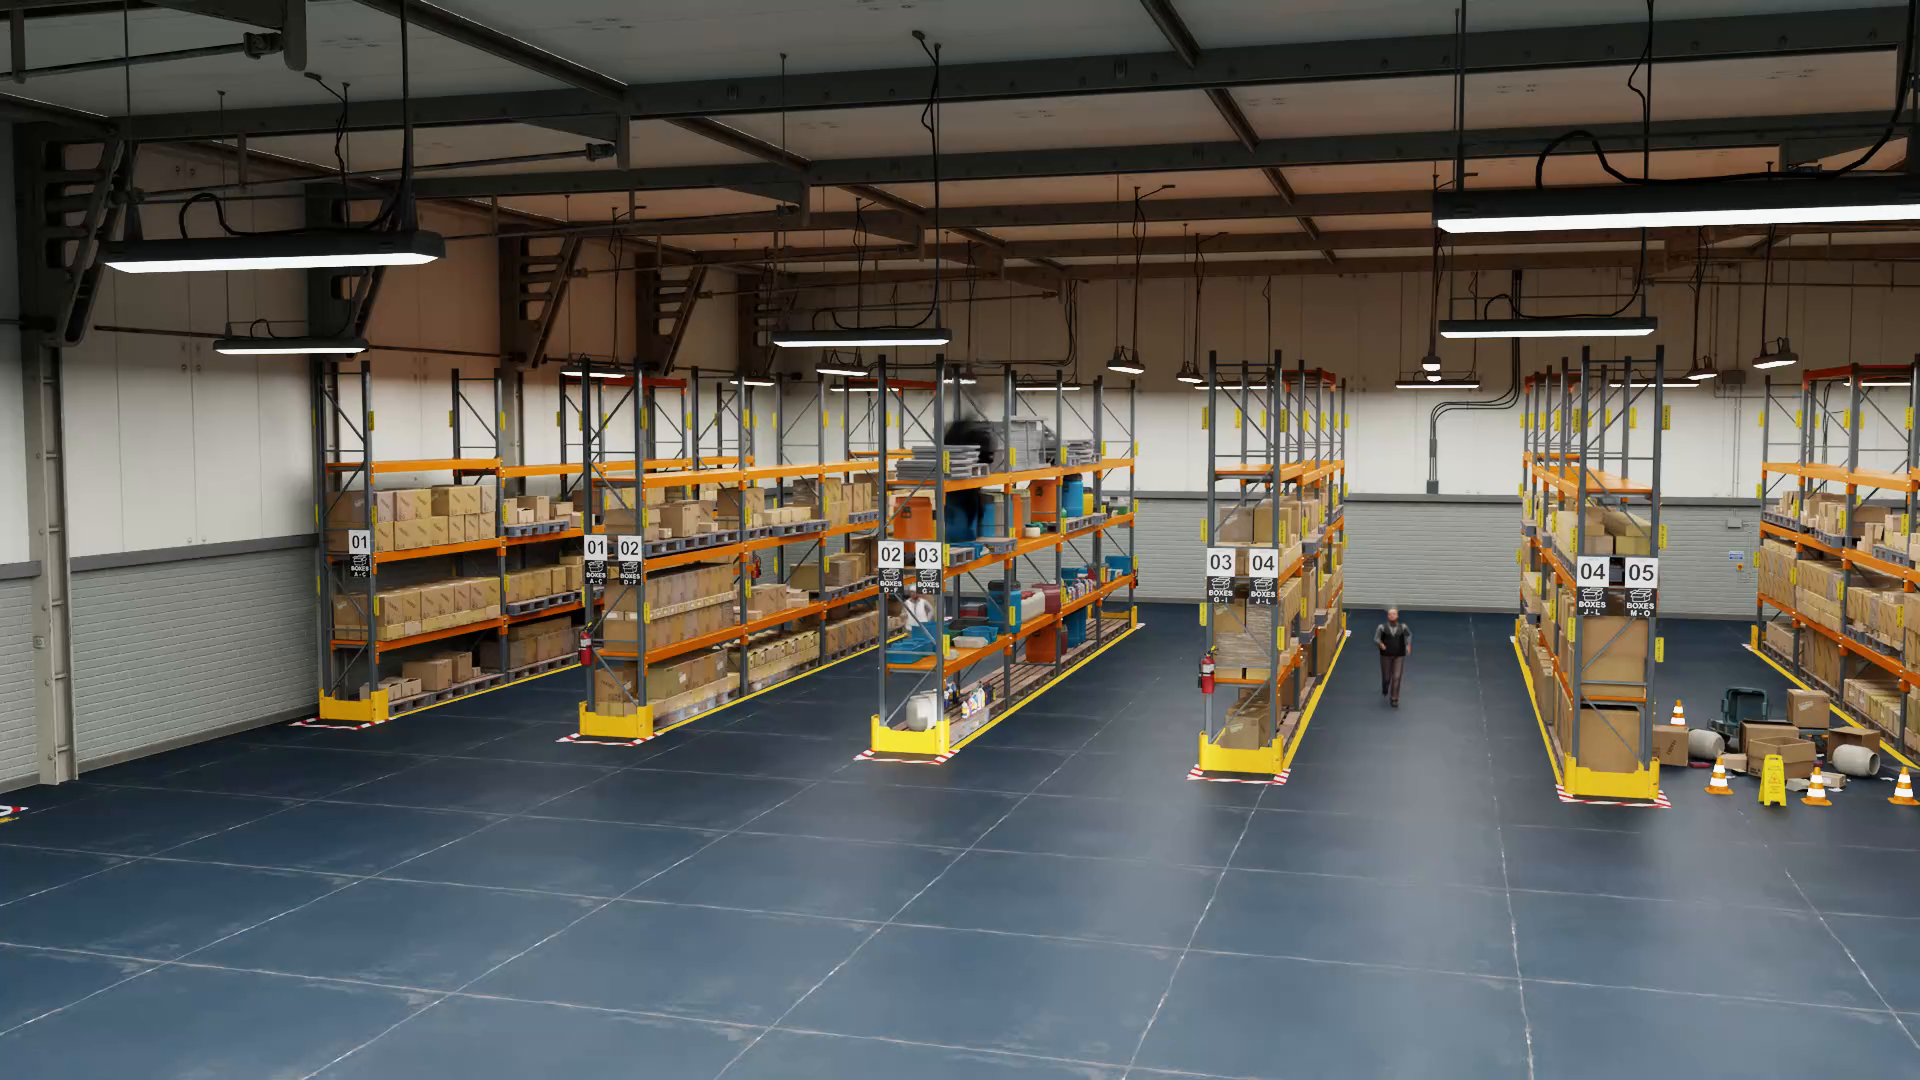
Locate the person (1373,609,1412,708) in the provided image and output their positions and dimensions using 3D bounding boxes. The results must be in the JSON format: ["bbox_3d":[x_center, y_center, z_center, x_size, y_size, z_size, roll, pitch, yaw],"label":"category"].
[{"bbox_3d":[7.629,2.060,29.291,0.676,1.689,0.971,1,4,11],"label":"person"}]

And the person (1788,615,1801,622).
[{"bbox_3d":[18.843,1.481,37.250,0.724,1.736,0.555,-2,5,-29],"label":"person"}]

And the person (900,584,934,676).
[{"bbox_3d":[-0.868,1.786,32.819,0.635,1.822,0.756,1,4,12],"label":"person"}]
